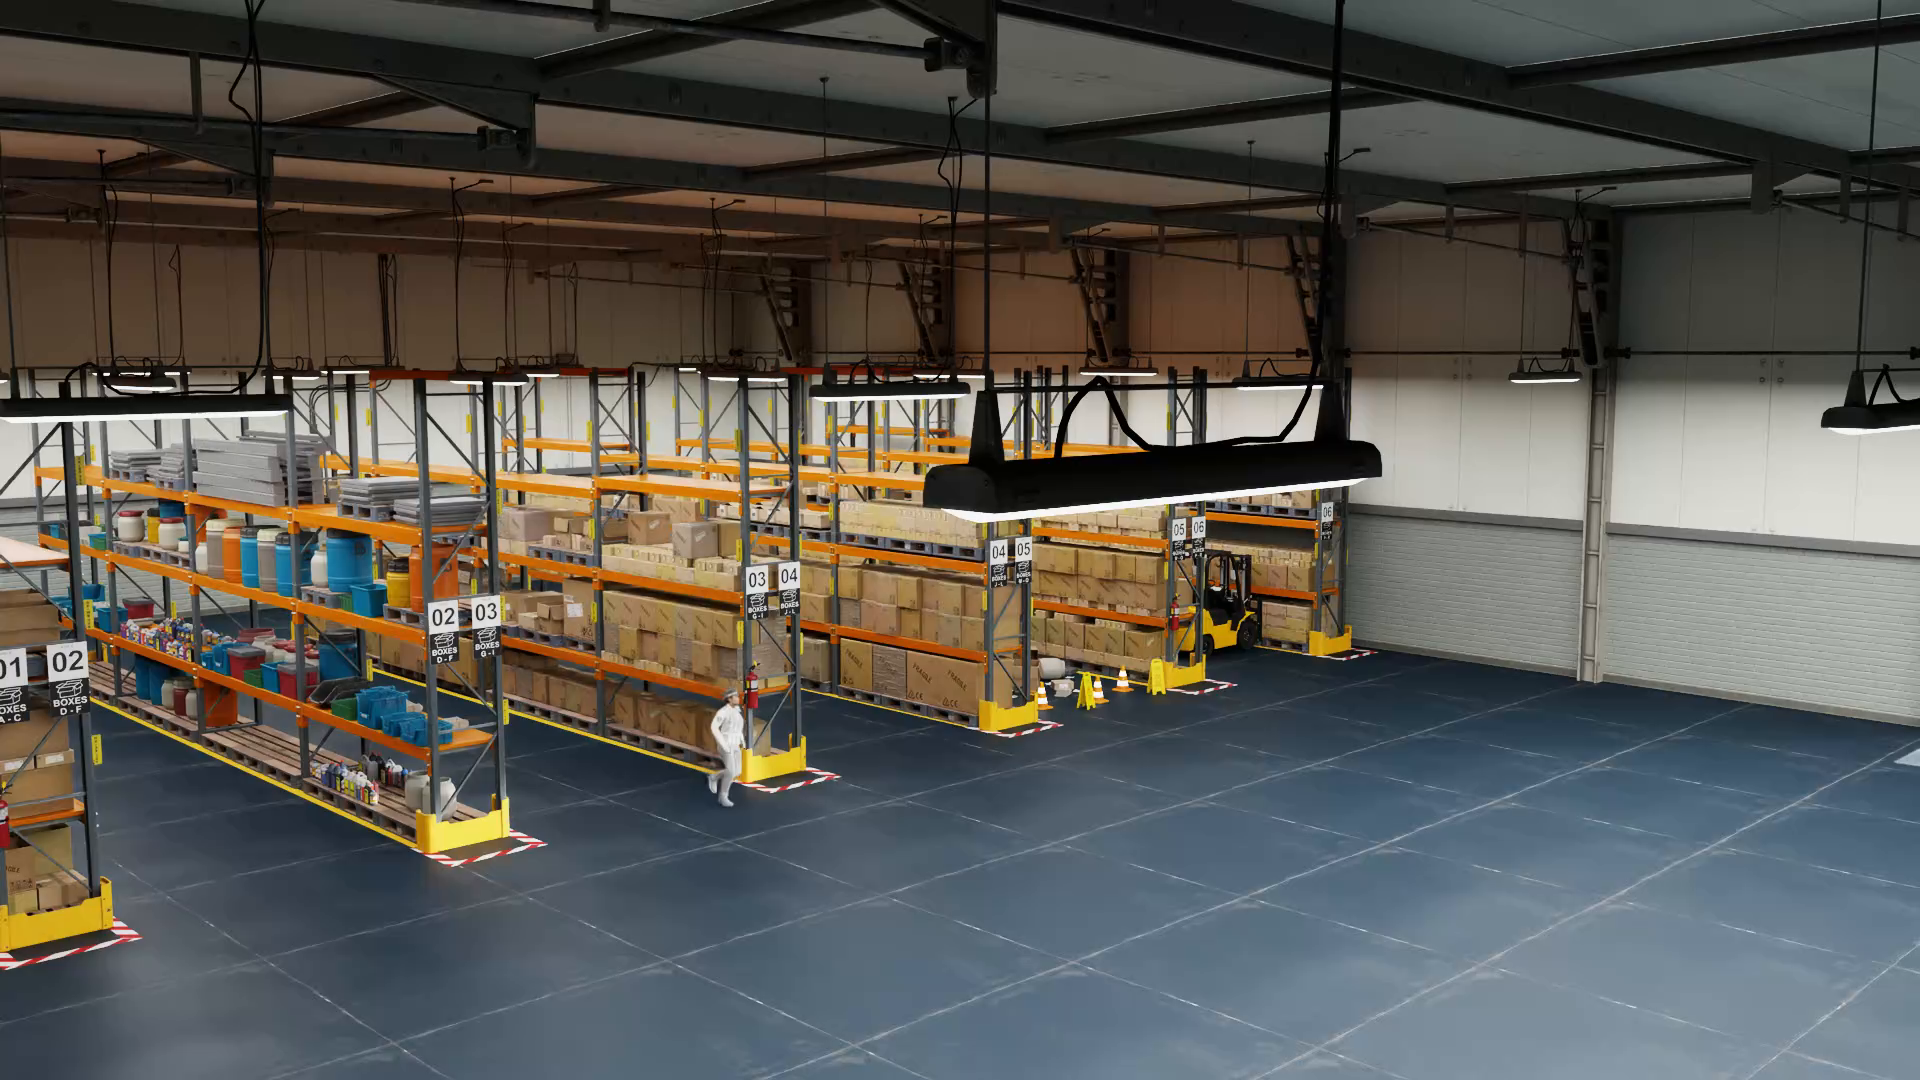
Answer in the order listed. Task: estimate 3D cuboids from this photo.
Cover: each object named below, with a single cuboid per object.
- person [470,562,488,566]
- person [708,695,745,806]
[{"bbox_3d":[-11.483,1.072,39.514,0.671,1.619,0.827,1,6,5],"label":"person"},{"bbox_3d":[-3.295,2.912,23.507,0.507,1.605,0.663,4,7,29],"label":"person"}]
